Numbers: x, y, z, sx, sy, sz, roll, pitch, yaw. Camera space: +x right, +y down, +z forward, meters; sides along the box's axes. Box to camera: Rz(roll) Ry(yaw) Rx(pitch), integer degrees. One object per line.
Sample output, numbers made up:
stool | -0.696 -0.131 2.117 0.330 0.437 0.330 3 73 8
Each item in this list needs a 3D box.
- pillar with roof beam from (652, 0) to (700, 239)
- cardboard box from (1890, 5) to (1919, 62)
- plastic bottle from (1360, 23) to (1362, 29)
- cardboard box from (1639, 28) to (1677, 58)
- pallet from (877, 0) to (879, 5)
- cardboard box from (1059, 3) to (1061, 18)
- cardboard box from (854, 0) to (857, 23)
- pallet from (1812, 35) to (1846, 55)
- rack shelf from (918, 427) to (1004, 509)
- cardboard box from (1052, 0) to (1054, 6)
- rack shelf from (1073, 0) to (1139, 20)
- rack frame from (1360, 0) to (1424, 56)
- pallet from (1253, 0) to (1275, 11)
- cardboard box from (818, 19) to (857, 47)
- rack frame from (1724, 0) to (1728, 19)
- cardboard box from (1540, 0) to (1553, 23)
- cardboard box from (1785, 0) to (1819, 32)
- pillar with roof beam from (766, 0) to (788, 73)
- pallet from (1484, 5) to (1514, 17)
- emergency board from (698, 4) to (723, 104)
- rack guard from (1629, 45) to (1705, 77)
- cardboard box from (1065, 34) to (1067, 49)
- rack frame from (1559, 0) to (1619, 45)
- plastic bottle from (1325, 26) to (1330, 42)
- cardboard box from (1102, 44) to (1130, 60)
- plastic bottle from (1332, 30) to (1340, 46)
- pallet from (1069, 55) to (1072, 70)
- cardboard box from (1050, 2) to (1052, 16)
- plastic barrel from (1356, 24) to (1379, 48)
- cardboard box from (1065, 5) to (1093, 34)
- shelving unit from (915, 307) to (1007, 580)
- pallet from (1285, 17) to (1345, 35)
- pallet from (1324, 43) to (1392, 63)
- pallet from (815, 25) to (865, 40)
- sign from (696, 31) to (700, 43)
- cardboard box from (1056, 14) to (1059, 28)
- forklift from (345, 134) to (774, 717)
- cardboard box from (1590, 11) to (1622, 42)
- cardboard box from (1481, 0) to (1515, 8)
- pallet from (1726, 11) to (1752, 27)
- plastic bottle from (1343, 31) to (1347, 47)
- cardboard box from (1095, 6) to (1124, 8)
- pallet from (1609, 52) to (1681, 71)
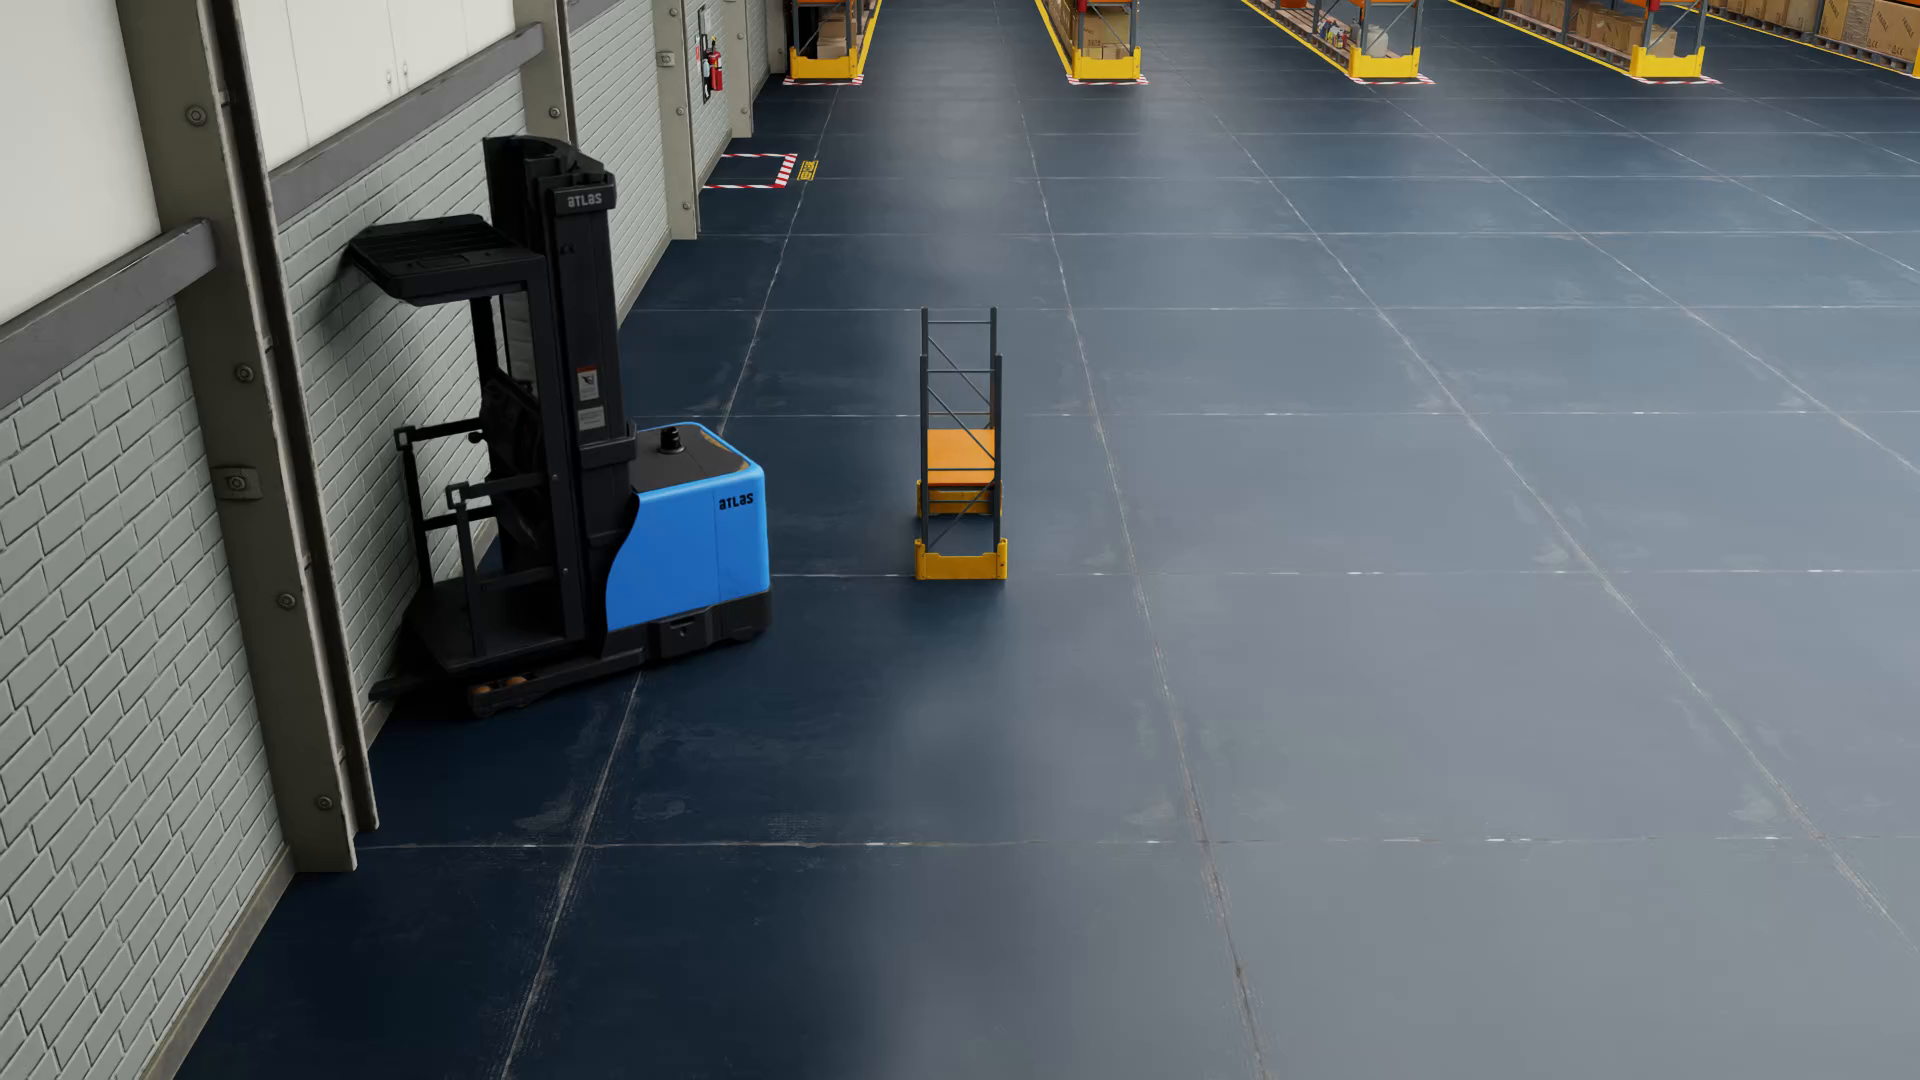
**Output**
pillar with roof beam | 1.171 -7.589 17.110 9.100 9.000 0.400 0 24 -1
cardboard box | 17.354 -9.046 29.681 0.875 0.875 0.875 0 24 0
plastic bottle | 7.768 -9.840 32.047 0.144 0.351 0.185 -1 24 -3
cardboard box | 12.477 -8.873 29.753 0.500 0.500 0.500 4 25 9
pallet | -2.440 -12.853 39.413 1.003 0.211 1.213 0 24 -1
cardboard box | 2.226 -10.528 33.035 0.500 0.311 0.500 0 24 -1
cardboard box | -2.482 -10.933 34.282 0.700 0.500 0.500 0 24 0
pallet | 17.314 -9.608 32.238 1.003 0.211 1.213 0 24 -1
rack shelf | 0.001 -0.484 10.937 0.538 0.185 1.000 0 24 -1
cardboard box | 2.203 -11.367 34.890 0.500 0.311 0.500 -1 24 -2
rack shelf | 2.539 -10.017 30.630 1.077 0.370 4.000 0 24 -1
rack frame | 7.514 -9.541 28.706 1.000 3.000 0.127 0 24 -1
pallet | 7.366 -12.393 38.396 1.003 0.211 1.213 0 24 -1
cardboard box | -2.274 -9.381 30.851 0.700 0.500 0.500 -2 24 -4
rack frame | 17.340 -12.841 36.001 1.000 3.000 0.127 0 24 -1
cardboard box | 12.445 -10.953 34.328 0.700 0.500 0.500 -2 24 -5
cardboard box | 17.287 -10.614 33.298 1.050 0.750 0.750 0 24 -1
pillar with roof beam | 1.040 -12.534 28.043 9.100 9.000 0.400 0 24 -1
pallet | 12.446 -11.915 37.337 1.003 0.211 1.213 0 24 -1
emergency board | -3.211 -6.290 21.518 0.194 1.169 0.643 0 24 -1
rack guard | 12.466 -8.456 29.339 1.175 0.500 0.348 0 24 -1
cardboard box | 2.231 -9.297 30.992 0.500 0.250 0.500 0 24 -1
rack frame | 12.423 -11.212 32.399 1.000 3.000 0.127 0 24 -1
plastic bottle | 7.027 -9.672 31.757 0.061 0.283 0.133 1 24 2
cardboard box | 2.778 -8.681 29.631 0.500 0.250 0.500 0 24 -1
plastic bottle | 7.079 -9.417 31.202 0.152 0.276 0.135 -1 24 -2
pallet | 2.511 -8.565 29.931 1.003 0.211 1.213 0 24 -1
cardboard box | 2.192 -11.331 35.491 0.500 0.250 0.500 -1 24 -2
plastic barrel | 7.425 -9.076 30.188 0.421 0.512 0.421 0 24 0
cardboard box | 2.228 -9.638 30.838 0.500 0.500 0.500 0 24 -1
shelving unit | 0.001 -0.652 10.871 0.587 1.500 1.083 0 24 -1
pallet | 7.407 -10.746 34.754 1.003 0.211 1.213 0 24 -1
pallet | 7.452 -9.138 31.198 1.003 0.211 1.213 0 24 -1
pallet | -2.446 -10.195 33.536 1.003 0.211 1.213 0 24 -1
sign | -3.299 -6.322 20.901 0.001 0.109 0.331 0 24 -1
cardboard box | 2.219 -10.485 33.620 0.500 0.250 0.500 -1 24 -1
forklift | -2.637 -0.615 9.053 3.031 2.935 1.130 -15 28 -29
cardboard box | 12.401 -9.863 31.941 0.500 0.500 0.500 8 25 16
cardboard box | 12.393 -12.368 37.024 1.225 0.875 0.875 -1 24 -3
pallet | 17.273 -11.245 35.857 1.003 0.211 1.213 0 24 -1
plastic bottle | 7.187 -9.363 31.075 0.061 0.283 0.133 0 24 -1
cardboard box | 2.764 -9.641 30.843 0.500 0.500 0.500 0 24 -1
pallet | 12.492 -8.659 30.139 1.003 0.211 1.213 0 24 -1
